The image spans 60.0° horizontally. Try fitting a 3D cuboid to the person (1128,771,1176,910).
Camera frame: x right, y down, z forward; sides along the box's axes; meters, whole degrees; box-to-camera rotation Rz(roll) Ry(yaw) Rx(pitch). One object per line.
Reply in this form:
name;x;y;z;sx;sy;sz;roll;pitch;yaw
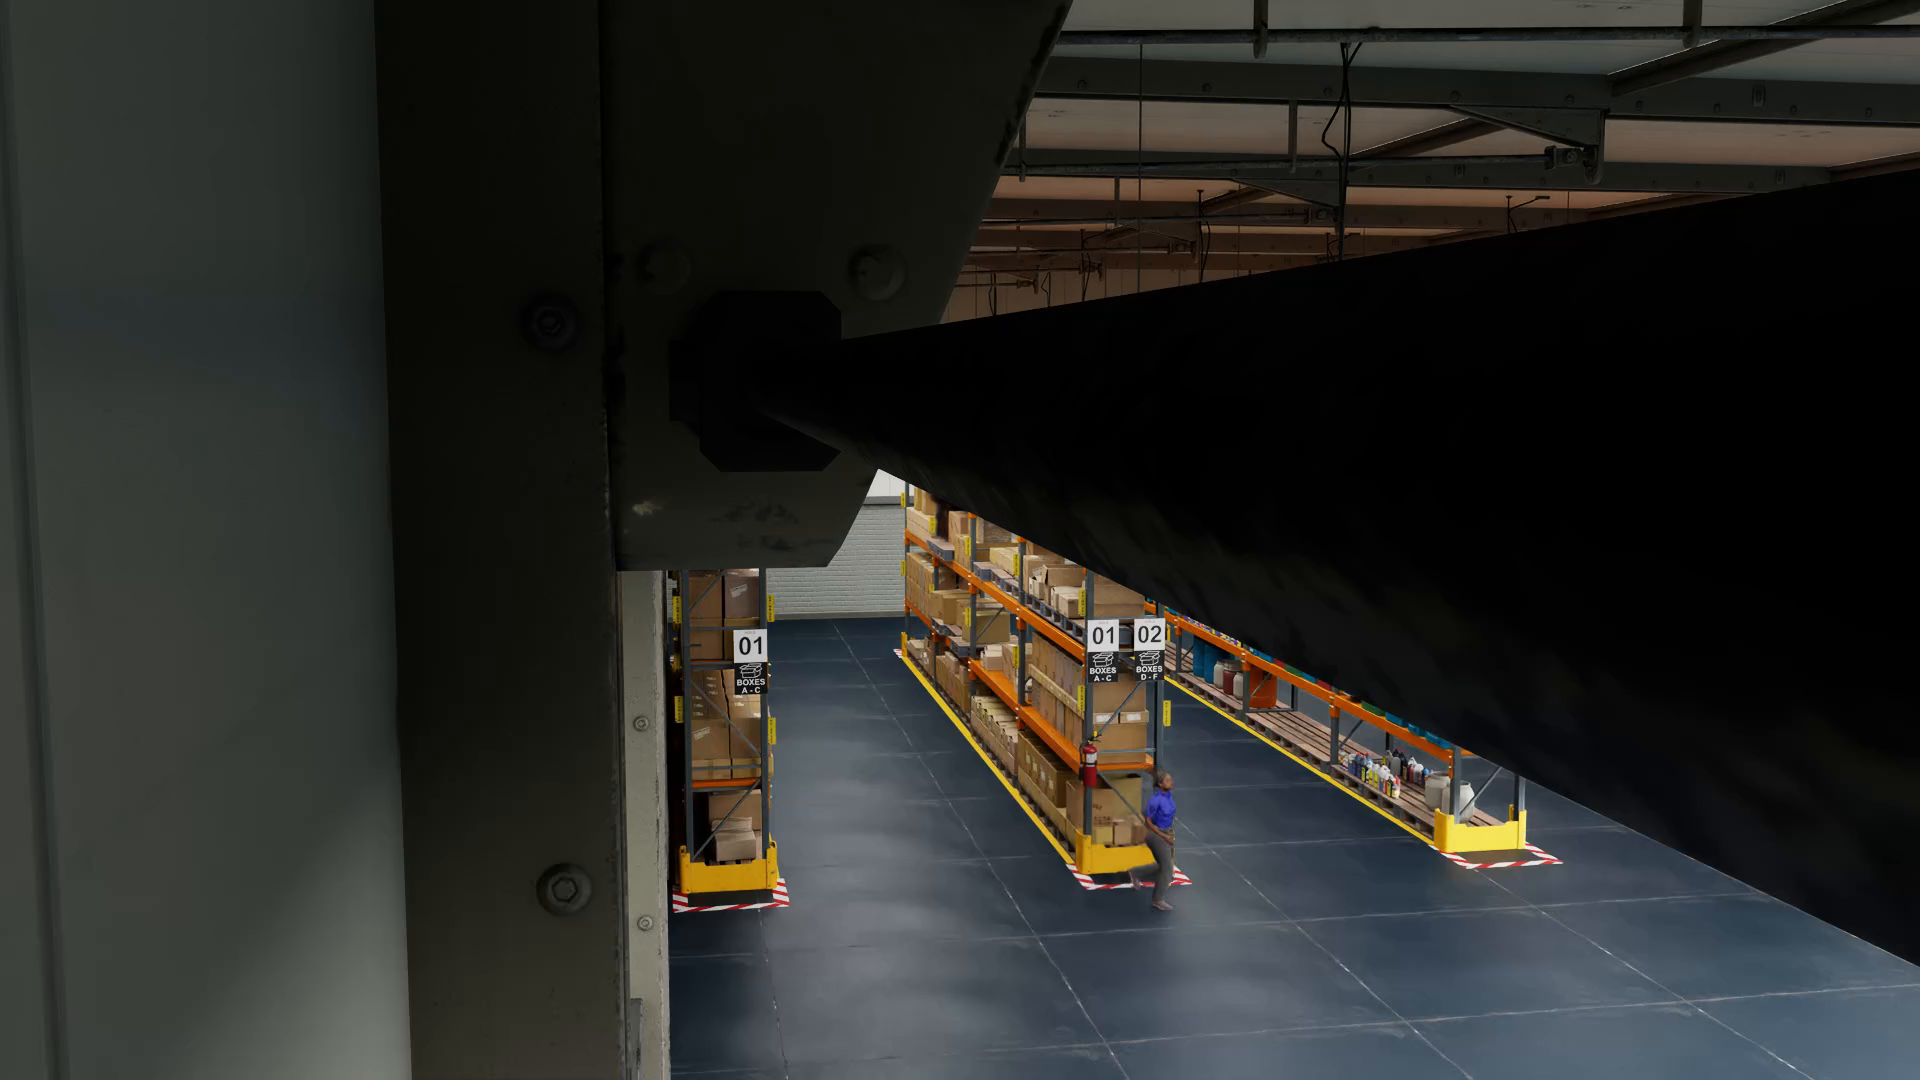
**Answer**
person;2.280;3.509;19.591;0.634;1.641;0.594;3;7;29
